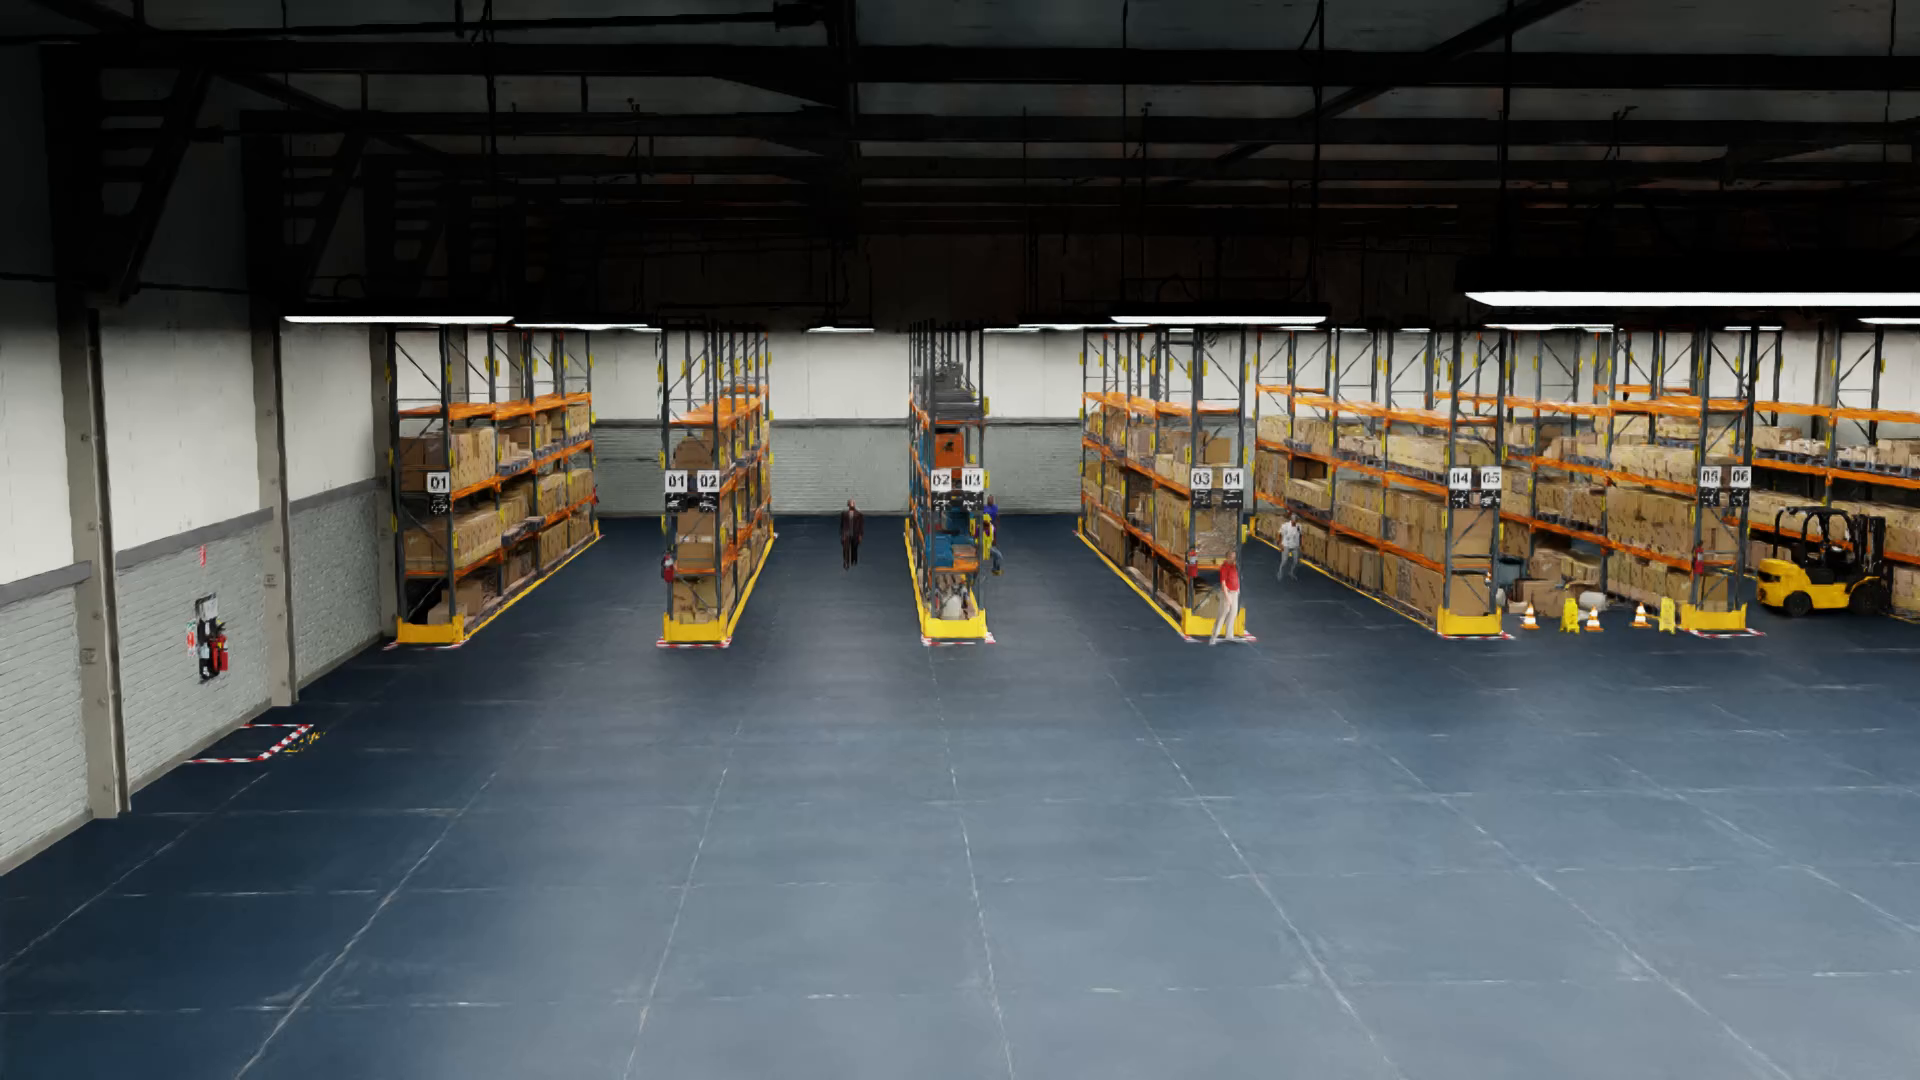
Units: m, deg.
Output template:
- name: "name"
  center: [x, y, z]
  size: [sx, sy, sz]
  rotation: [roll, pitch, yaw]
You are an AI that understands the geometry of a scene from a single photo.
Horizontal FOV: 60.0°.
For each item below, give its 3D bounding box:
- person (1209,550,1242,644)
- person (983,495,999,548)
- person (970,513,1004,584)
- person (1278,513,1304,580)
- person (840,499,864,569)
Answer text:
- name: "person"
  center: [4.932, 1.058, 30.891]
  size: [0.465, 1.728, 0.731]
  rotation: [4, 8, 32]
- name: "person"
  center: [0.777, -0.392, 43.077]
  size: [0.447, 1.574, 1.088]
  rotation: [0, 7, -1]
- name: "person"
  center: [0.543, 0.202, 37.845]
  size: [0.708, 1.682, 0.858]
  rotation: [-3, 7, -20]
- name: "person"
  center: [7.713, 0.153, 38.732]
  size: [0.625, 1.611, 0.582]
  rotation: [-1, 7, -5]
- name: "person"
  center: [-2.648, -0.162, 40.701]
  size: [0.588, 1.700, 1.193]
  rotation: [-1, 7, -5]
